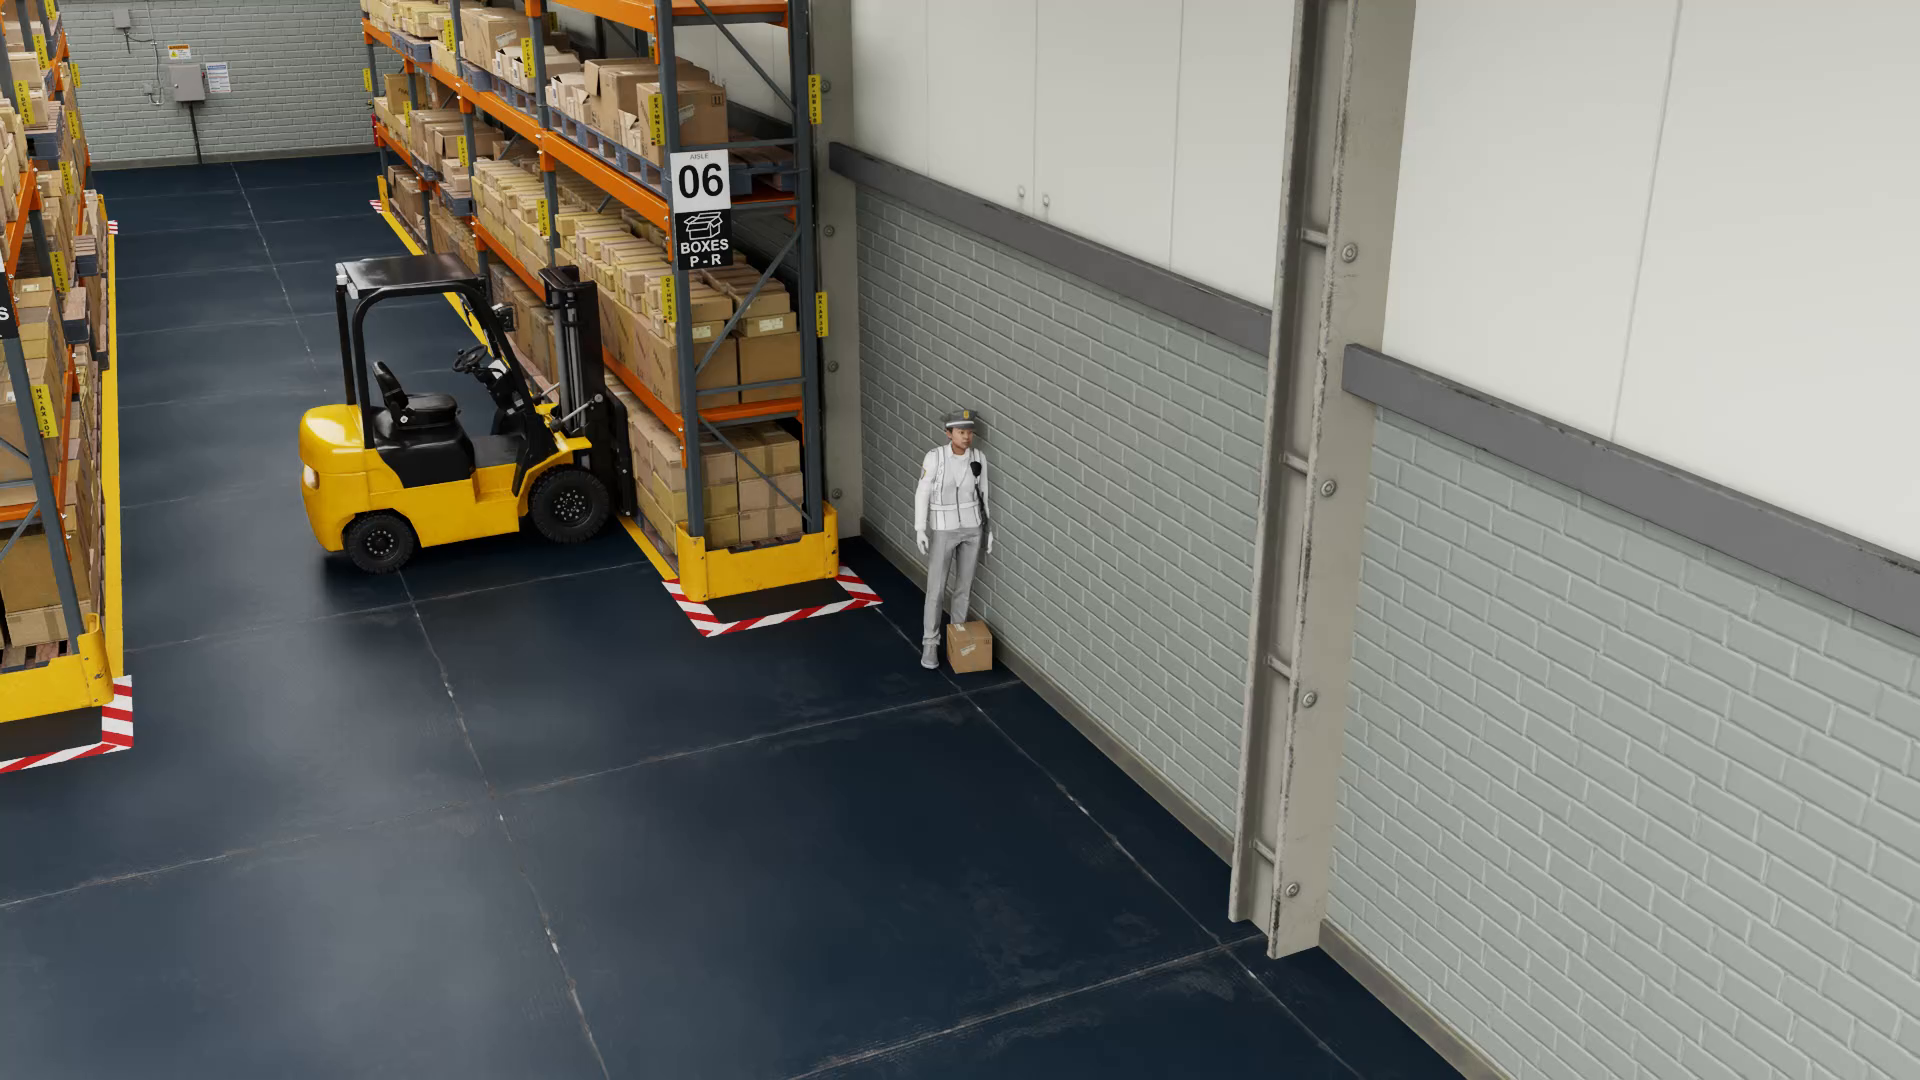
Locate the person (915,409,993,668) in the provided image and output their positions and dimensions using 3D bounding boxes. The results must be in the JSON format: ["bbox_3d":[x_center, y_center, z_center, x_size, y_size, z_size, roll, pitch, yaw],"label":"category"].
[{"bbox_3d":[-0.011,-0.036,11.017,0.587,1.696,0.534,-5,23,-12],"label":"person"}]
